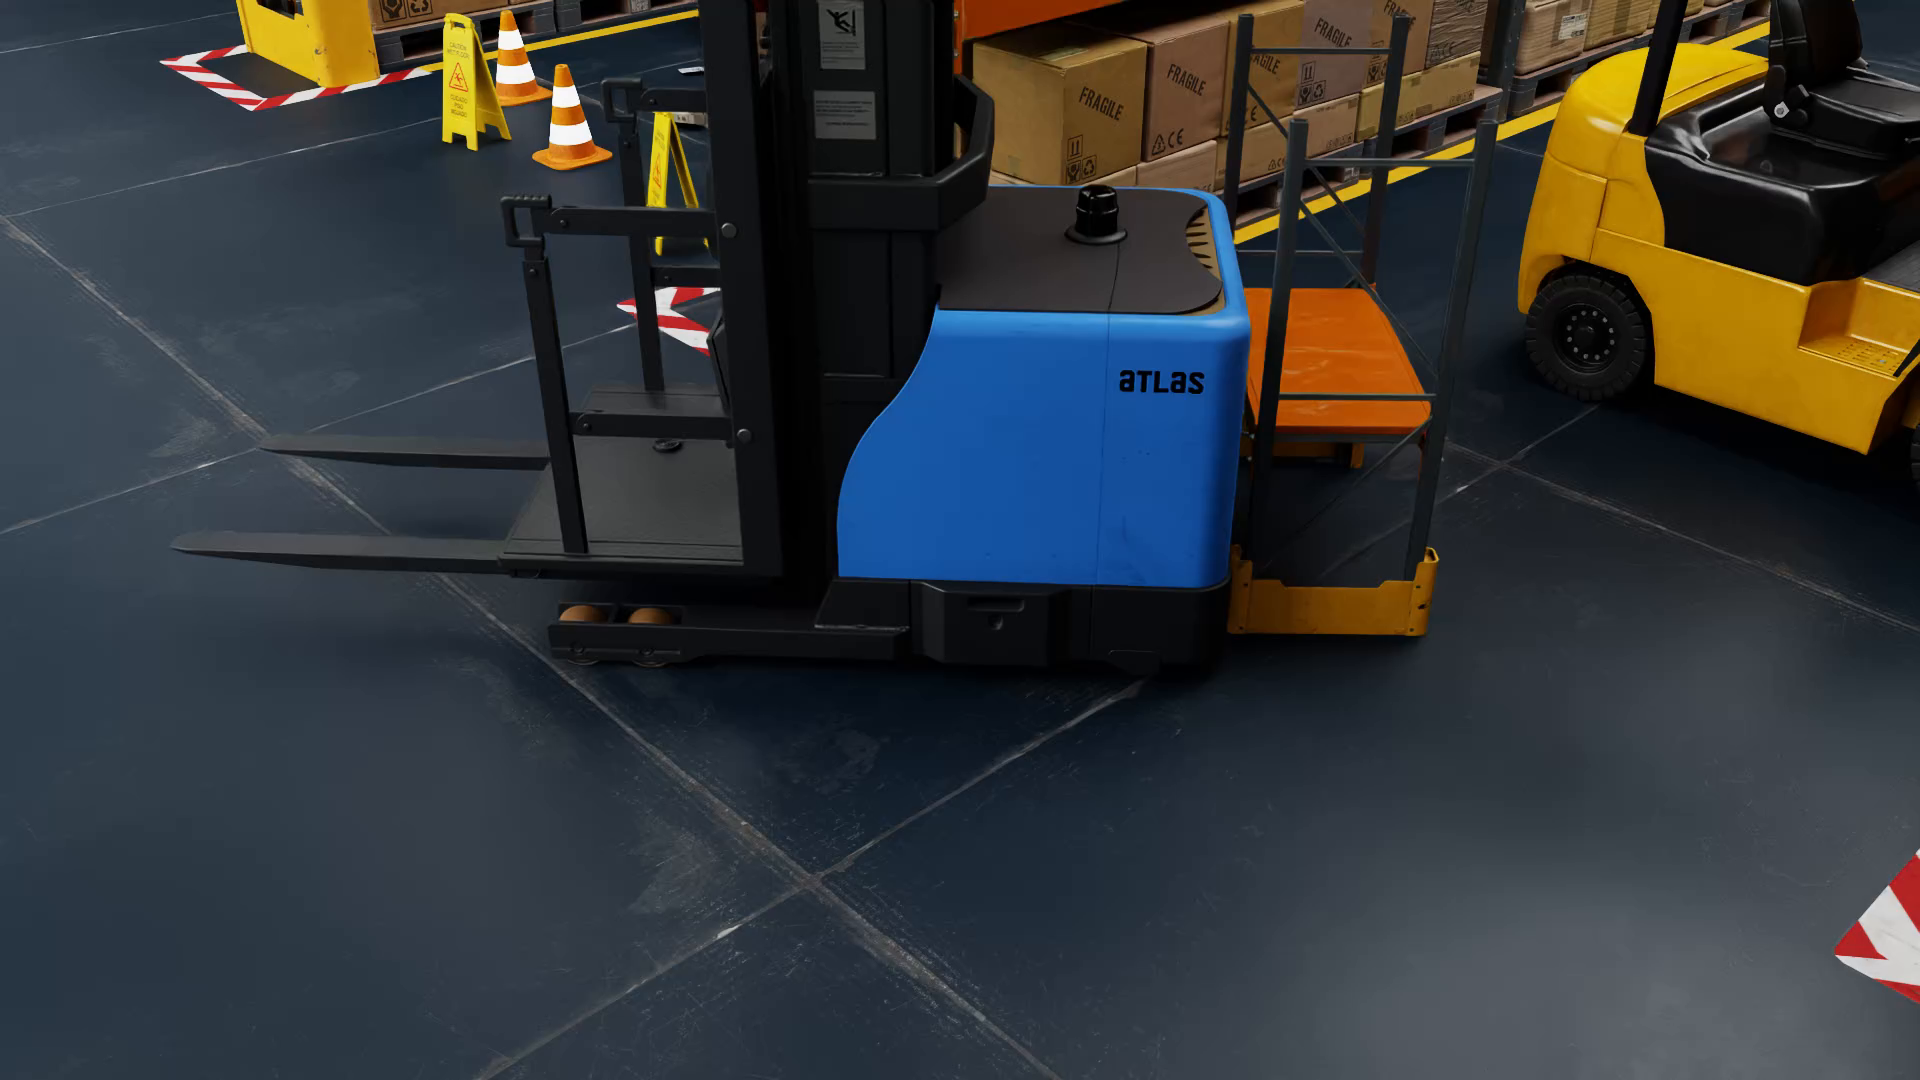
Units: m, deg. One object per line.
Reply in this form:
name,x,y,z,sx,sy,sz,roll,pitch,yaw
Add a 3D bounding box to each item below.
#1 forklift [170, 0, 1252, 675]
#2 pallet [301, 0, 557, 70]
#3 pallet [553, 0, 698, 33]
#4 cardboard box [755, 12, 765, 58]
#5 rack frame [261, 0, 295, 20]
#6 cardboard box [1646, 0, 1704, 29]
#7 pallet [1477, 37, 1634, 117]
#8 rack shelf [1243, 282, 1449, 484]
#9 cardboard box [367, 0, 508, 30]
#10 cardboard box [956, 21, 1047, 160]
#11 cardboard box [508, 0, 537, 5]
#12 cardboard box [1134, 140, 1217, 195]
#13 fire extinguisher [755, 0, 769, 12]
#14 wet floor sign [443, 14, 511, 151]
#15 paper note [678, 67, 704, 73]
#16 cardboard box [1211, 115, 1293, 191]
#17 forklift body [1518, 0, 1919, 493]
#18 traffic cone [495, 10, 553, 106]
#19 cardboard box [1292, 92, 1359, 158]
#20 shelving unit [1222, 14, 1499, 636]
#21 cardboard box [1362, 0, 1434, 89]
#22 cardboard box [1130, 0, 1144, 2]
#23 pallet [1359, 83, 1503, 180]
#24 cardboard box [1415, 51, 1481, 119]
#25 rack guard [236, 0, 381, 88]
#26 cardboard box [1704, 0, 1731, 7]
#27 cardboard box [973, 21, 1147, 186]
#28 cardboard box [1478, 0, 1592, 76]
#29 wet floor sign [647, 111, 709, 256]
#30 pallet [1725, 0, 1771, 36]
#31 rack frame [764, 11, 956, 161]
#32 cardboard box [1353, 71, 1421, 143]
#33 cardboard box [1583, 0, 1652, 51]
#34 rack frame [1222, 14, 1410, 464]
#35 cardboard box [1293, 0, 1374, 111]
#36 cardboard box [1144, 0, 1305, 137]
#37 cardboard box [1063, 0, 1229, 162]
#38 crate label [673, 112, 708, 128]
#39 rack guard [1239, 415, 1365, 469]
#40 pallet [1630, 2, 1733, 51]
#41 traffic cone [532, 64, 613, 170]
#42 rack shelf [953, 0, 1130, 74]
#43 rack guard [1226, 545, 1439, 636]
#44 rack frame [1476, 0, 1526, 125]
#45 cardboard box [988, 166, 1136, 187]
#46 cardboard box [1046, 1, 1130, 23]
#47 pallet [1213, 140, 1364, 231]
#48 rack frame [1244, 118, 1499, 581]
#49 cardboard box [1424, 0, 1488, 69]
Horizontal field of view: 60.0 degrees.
forklift,-0.748,-1.166,4.347,3.031,2.935,1.130,2,31,3
pallet,-3.302,-3.249,10.361,1.213,0.211,1.003,-26,40,-35
pallet,-2.407,-3.679,11.065,1.213,0.211,1.003,-26,40,-35
cardboard box,-0.829,-2.794,9.336,0.797,0.503,0.637,4,32,6
rack frame,-3.835,-4.125,9.121,0.127,3.000,1.000,-26,40,-35
cardboard box,3.954,-3.435,10.108,0.625,0.372,0.950,-24,39,-34
pallet,3.108,-2.773,9.583,1.213,0.211,1.003,-26,40,-35
rack shelf,1.065,-0.490,4.957,0.538,0.185,1.000,1,31,1
cardboard box,-3.383,-3.664,10.000,0.875,0.875,0.875,-26,40,-35
cardboard box,0.015,-1.977,7.123,0.500,0.500,0.500,-26,40,-35
cardboard box,-2.739,-3.976,10.512,0.875,0.875,0.875,-27,40,-36
cardboard box,0.764,-1.632,7.277,0.500,0.250,0.500,-24,39,-34
fire extinguisher,-0.792,-2.370,6.325,0.183,0.674,0.296,-26,40,-35
wet floor sign,-2.510,-2.353,8.479,0.267,0.644,0.232,22,37,31
paper note,-1.561,-2.750,9.719,0.142,0.017,0.144,-12,34,-19
cardboard box,1.155,-1.830,7.601,0.500,0.250,0.500,-23,38,-32
forklift body,3.133,-1.378,5.442,1.214,2.155,2.313,-26,40,-35
traffic cone,-2.480,-2.688,9.202,0.334,0.463,0.336,-26,40,-35
cardboard box,1.528,-2.008,7.892,0.500,0.250,0.500,-25,39,-35
shelving unit,1.065,-0.648,4.871,0.587,1.500,1.083,1,31,1
cardboard box,1.915,-2.519,8.008,0.500,0.500,0.500,-25,39,-35
cardboard box,0.770,-2.340,7.716,0.500,0.500,0.500,-27,40,-36
pallet,2.070,-2.245,8.719,1.213,0.211,1.003,-26,40,-35
cardboard box,2.287,-2.380,8.499,0.500,0.250,0.500,-24,39,-33
rack guard,-3.852,-3.050,9.759,0.348,0.500,1.175,-26,40,-35
cardboard box,4.514,-3.702,10.545,0.625,0.372,0.950,-27,40,-36
cardboard box,0.401,-1.782,6.804,0.500,0.500,0.500,-27,41,-37
cardboard box,2.921,-2.931,9.285,0.625,0.372,0.950,-25,39,-35
wet floor sign,-1.262,-1.605,7.256,0.232,0.644,0.267,-12,34,-19
pallet,4.897,-3.639,10.998,1.213,0.211,1.003,-26,40,-35
rack frame,-0.395,-2.267,6.083,0.127,3.000,1.000,-26,40,-35
cardboard box,1.904,-2.187,8.184,0.500,0.250,0.500,-27,41,-37
cardboard box,3.446,-3.187,9.704,0.625,0.372,0.950,-23,38,-33
rack frame,1.075,-0.908,5.297,0.500,1.500,0.032,1,31,1
cardboard box,1.541,-2.337,7.711,0.500,0.500,0.500,-23,39,-33
cardboard box,1.155,-2.144,7.396,0.500,0.500,0.500,-25,39,-35
cardboard box,0.782,-1.969,7.110,0.500,0.500,0.500,-28,41,-37
crate label,-1.427,-2.299,8.878,0.250,0.136,0.298,9,33,15
rack guard,1.075,-0.374,5.622,0.587,0.250,0.087,1,31,1
pallet,4.003,-3.208,10.294,1.213,0.211,1.003,-26,40,-35
traffic cone,-1.961,-2.135,8.298,0.334,0.463,0.336,-26,40,-35
rack shelf,1.071,-2.670,7.430,4.000,0.370,1.077,-26,40,-35
rack guard,1.055,0.145,4.773,0.587,0.250,0.087,1,31,1
rack frame,2.538,-3.686,8.403,0.127,3.000,1.000,-26,40,-35
cardboard box,0.384,-1.454,6.985,0.500,0.250,0.500,-26,40,-36
cardboard box,0.395,-2.164,7.427,0.500,0.500,0.500,-24,39,-34
pallet,1.175,-1.810,8.007,1.213,0.211,1.003,-26,40,-35
rack frame,1.054,-0.378,4.430,0.500,1.500,0.032,1,31,1
cardboard box,2.287,-2.700,8.304,0.500,0.500,0.500,-26,40,-36
